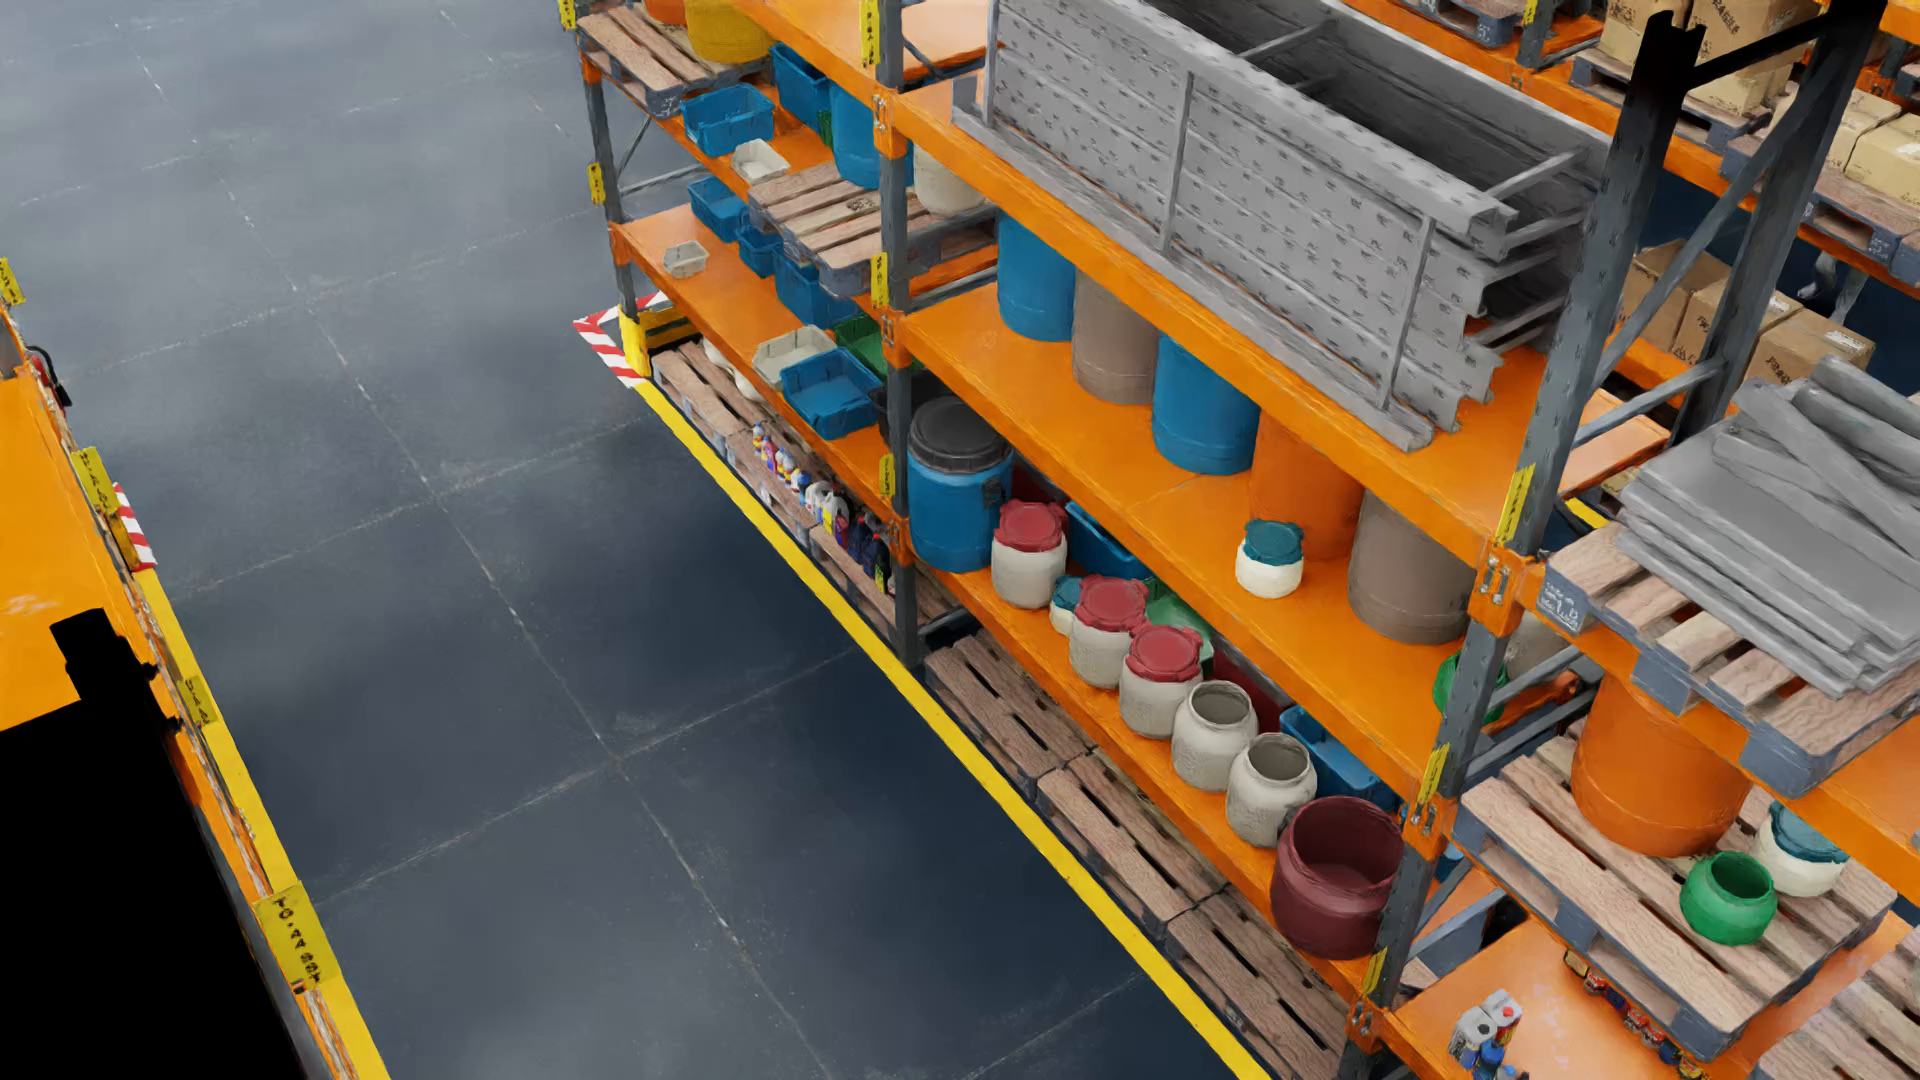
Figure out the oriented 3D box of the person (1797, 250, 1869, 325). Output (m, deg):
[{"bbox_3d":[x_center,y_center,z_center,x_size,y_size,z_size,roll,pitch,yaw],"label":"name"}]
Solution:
[{"bbox_3d":[7.197,-2.484,13.238,0.538,1.659,0.441,20,46,21],"label":"person"}]
